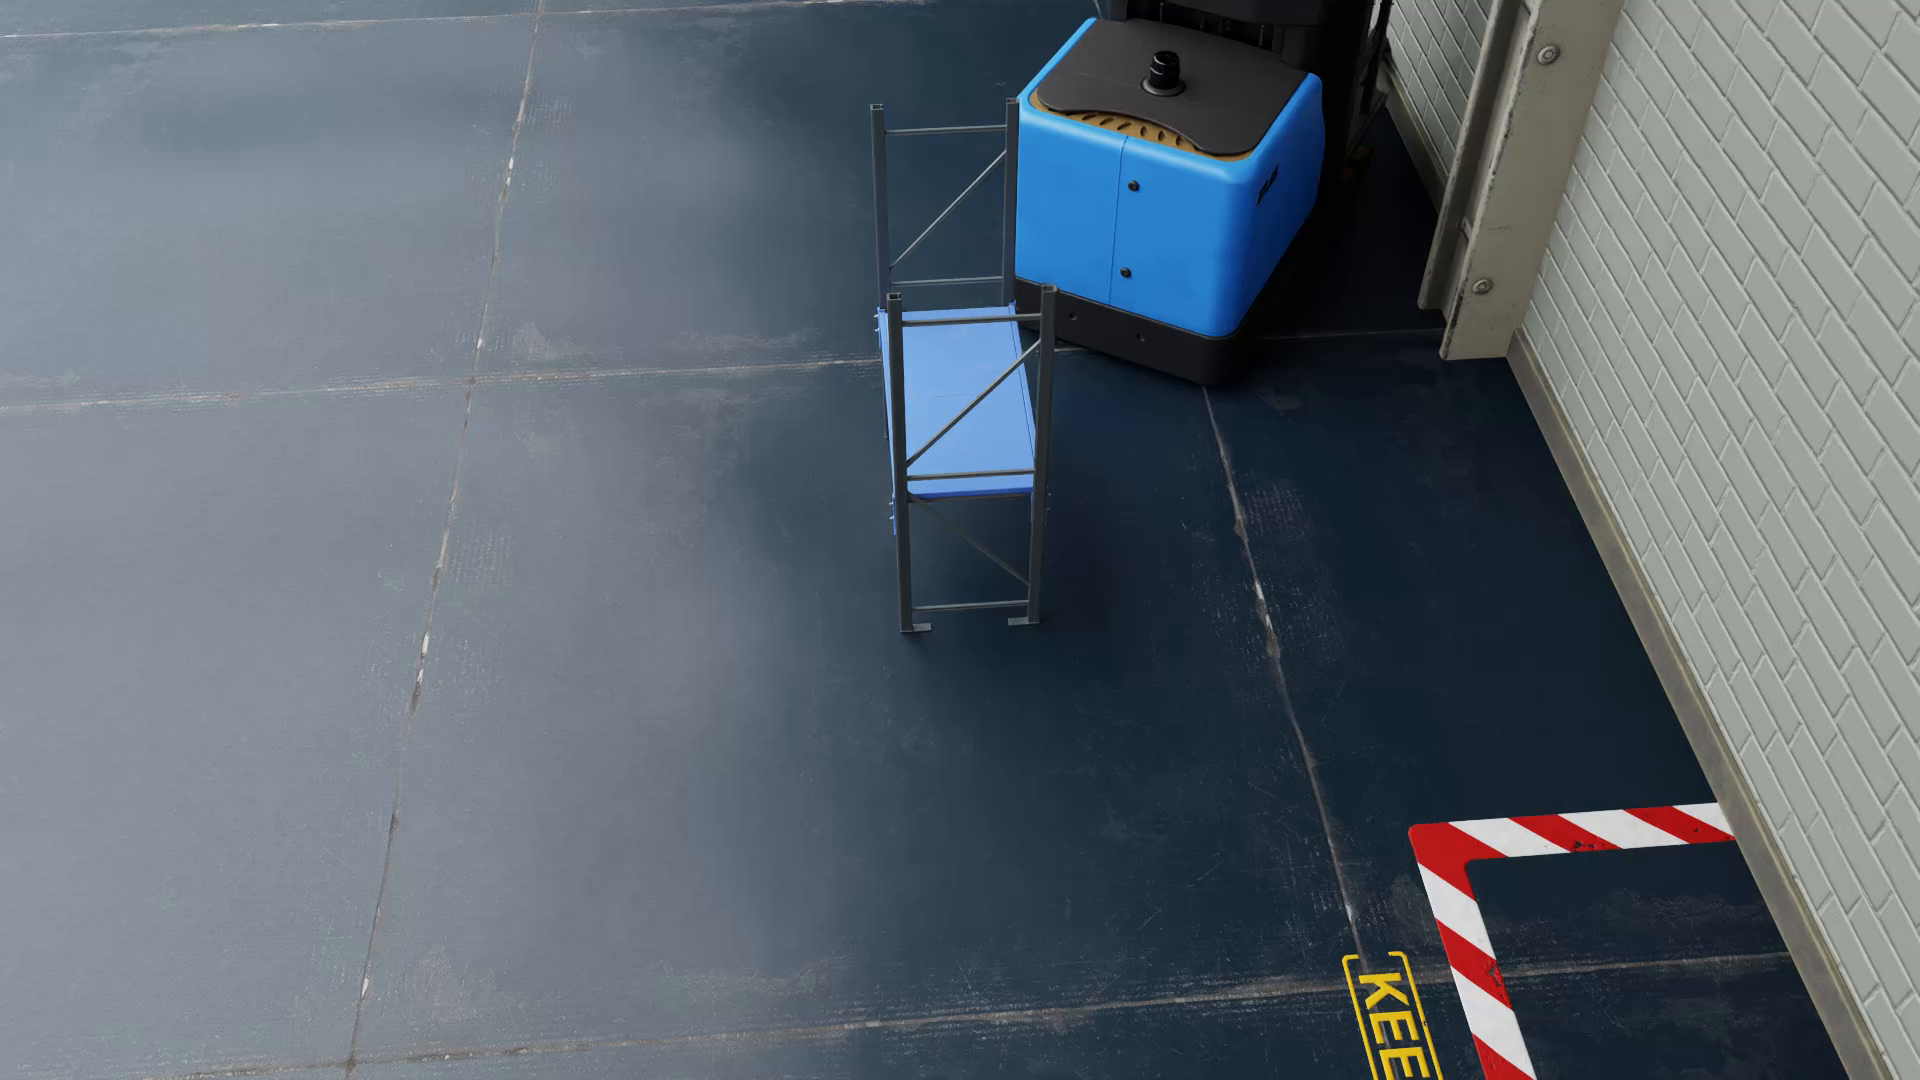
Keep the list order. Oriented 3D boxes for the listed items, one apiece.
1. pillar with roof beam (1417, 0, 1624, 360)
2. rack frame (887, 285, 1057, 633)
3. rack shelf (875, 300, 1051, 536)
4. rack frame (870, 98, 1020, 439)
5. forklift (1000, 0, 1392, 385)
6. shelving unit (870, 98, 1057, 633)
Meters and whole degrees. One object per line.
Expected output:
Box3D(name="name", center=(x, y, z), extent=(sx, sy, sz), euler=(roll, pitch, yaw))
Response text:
Box3D(name="pillar with roof beam", center=(-2.133, -3.739, 3.593), extent=(9.100, 9.000, 0.400), euler=(-3, 47, -3))
Box3D(name="rack frame", center=(0.035, -0.210, 5.416), extent=(0.500, 1.500, 0.032), euler=(-3, 47, -3))
Box3D(name="rack shelf", center=(-0.007, -0.454, 5.895), extent=(0.538, 0.185, 1.000), euler=(-3, 47, -3))
Box3D(name="rack frame", center=(-0.050, -0.945, 6.112), extent=(0.500, 1.500, 0.032), euler=(-3, 47, -3))
Box3D(name="forklift", center=(1.291, -2.711, 6.799), extent=(1.130, 2.935, 3.031), euler=(20, 50, 18))
Box3D(name="shelving unit", center=(-0.007, -0.577, 5.764), extent=(0.538, 1.500, 1.048), euler=(-3, 47, -3))
